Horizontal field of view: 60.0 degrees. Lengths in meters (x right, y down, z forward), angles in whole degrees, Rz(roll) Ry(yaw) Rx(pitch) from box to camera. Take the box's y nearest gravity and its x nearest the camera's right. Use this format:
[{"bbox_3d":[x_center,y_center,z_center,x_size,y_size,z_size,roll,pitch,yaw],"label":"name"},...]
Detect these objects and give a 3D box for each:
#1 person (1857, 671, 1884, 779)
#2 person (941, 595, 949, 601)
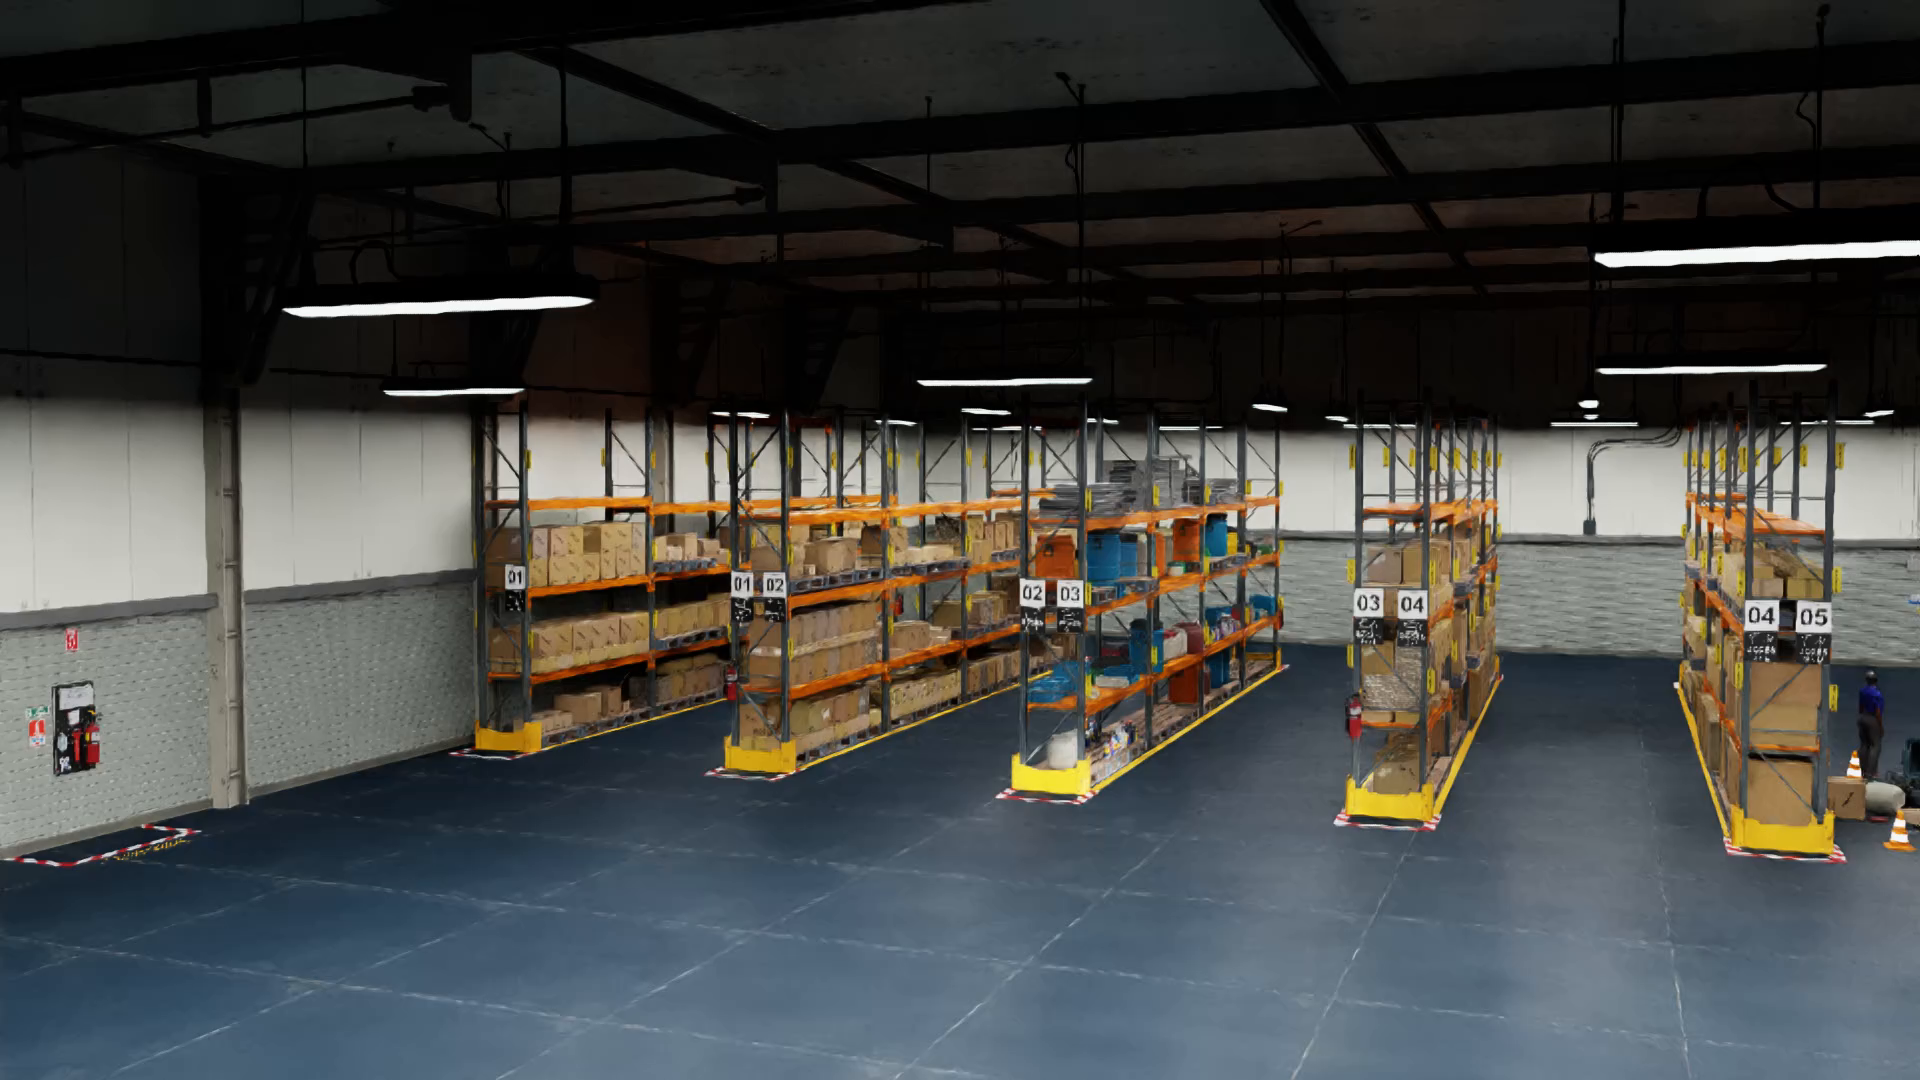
[{"bbox_3d":[14.394,2.971,26.239,0.360,1.626,0.526,0,3,-6],"label":"person"},{"bbox_3d":[-0.348,2.165,42.637,0.566,1.541,0.519,1,3,18],"label":"person"}]
